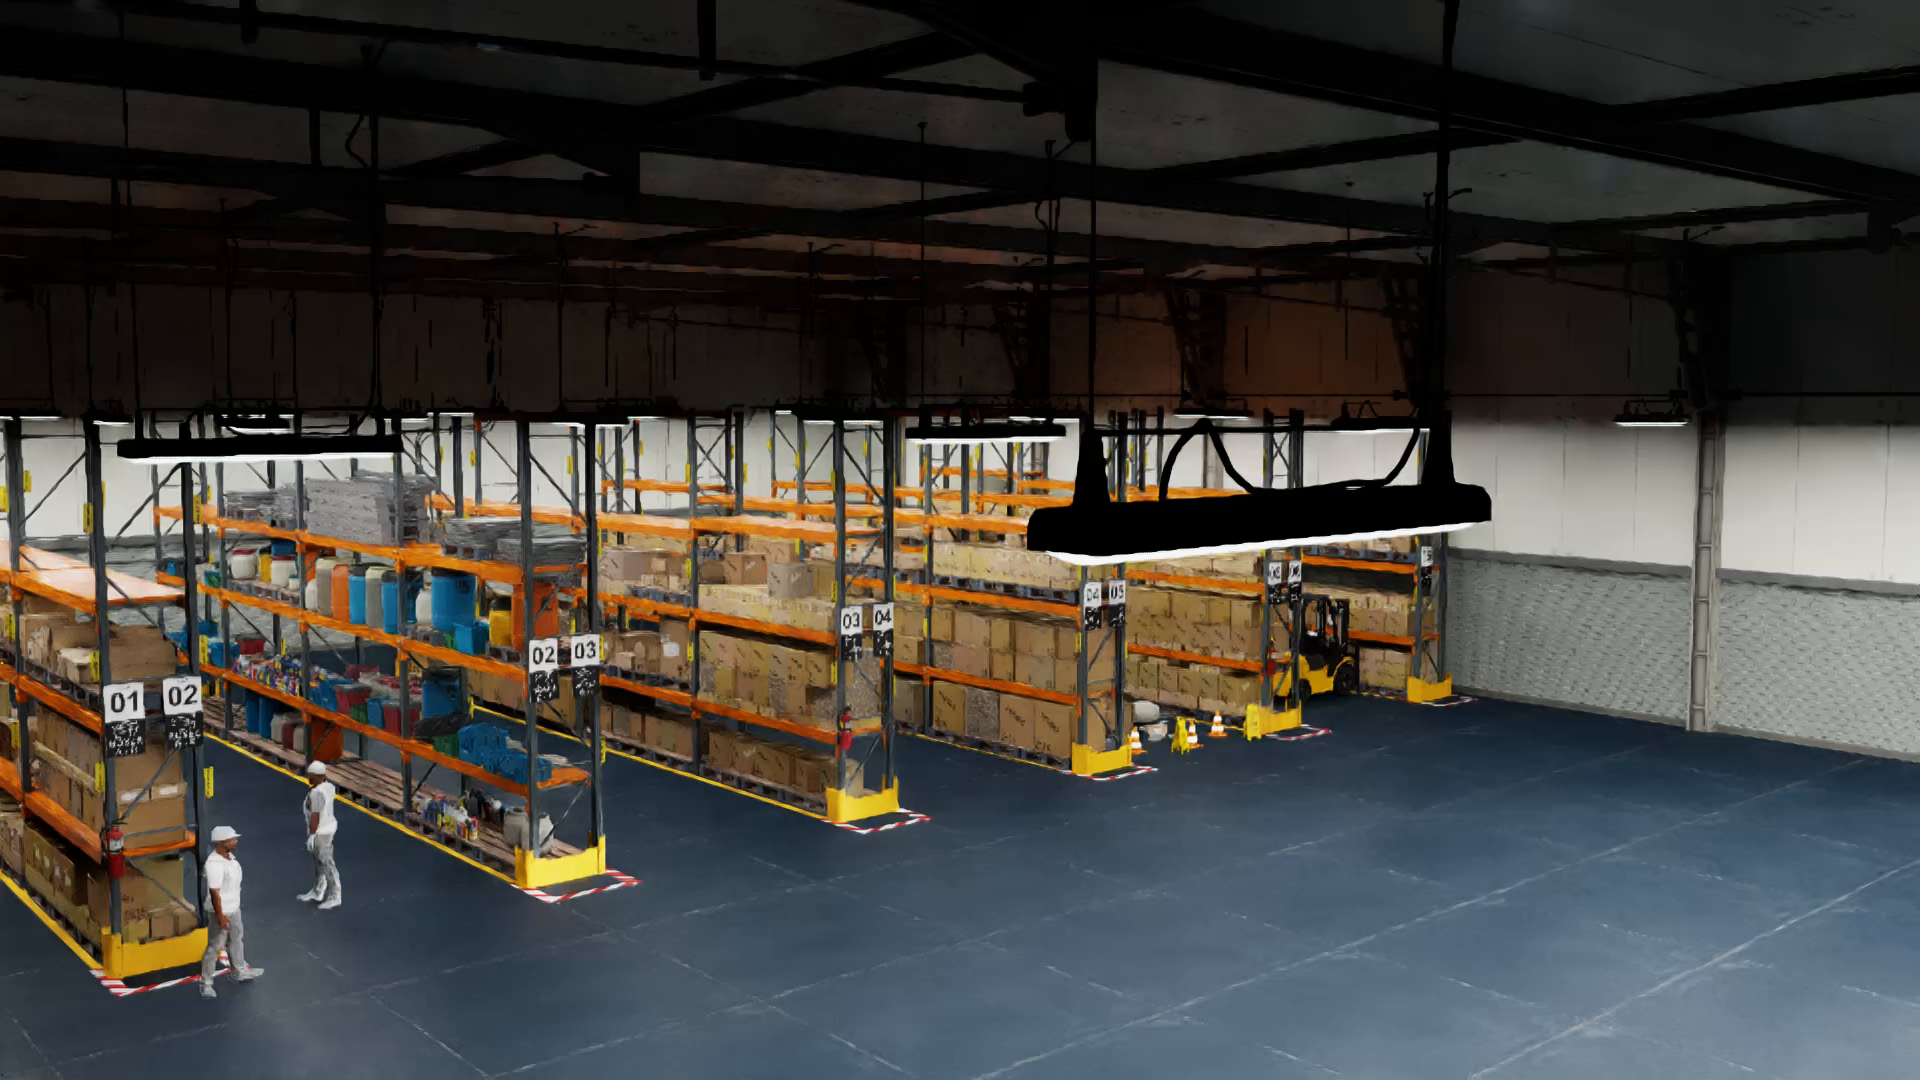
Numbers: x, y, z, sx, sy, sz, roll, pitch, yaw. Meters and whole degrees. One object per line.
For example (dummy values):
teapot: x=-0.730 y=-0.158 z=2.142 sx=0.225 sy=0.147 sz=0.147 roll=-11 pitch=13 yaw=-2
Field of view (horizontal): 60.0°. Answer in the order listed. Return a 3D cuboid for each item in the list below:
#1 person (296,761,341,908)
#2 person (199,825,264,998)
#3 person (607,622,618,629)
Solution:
person: x=-7.962 y=3.617 z=20.602 sx=0.577 sy=1.783 sz=0.662 roll=-1 pitch=5 yaw=-11
person: x=-7.784 y=3.888 z=17.651 sx=0.532 sy=1.758 sz=0.723 roll=-1 pitch=5 yaw=-8
person: x=-7.085 y=2.493 z=34.016 sx=0.540 sy=1.673 sz=1.130 roll=-5 pitch=7 yaw=-43
